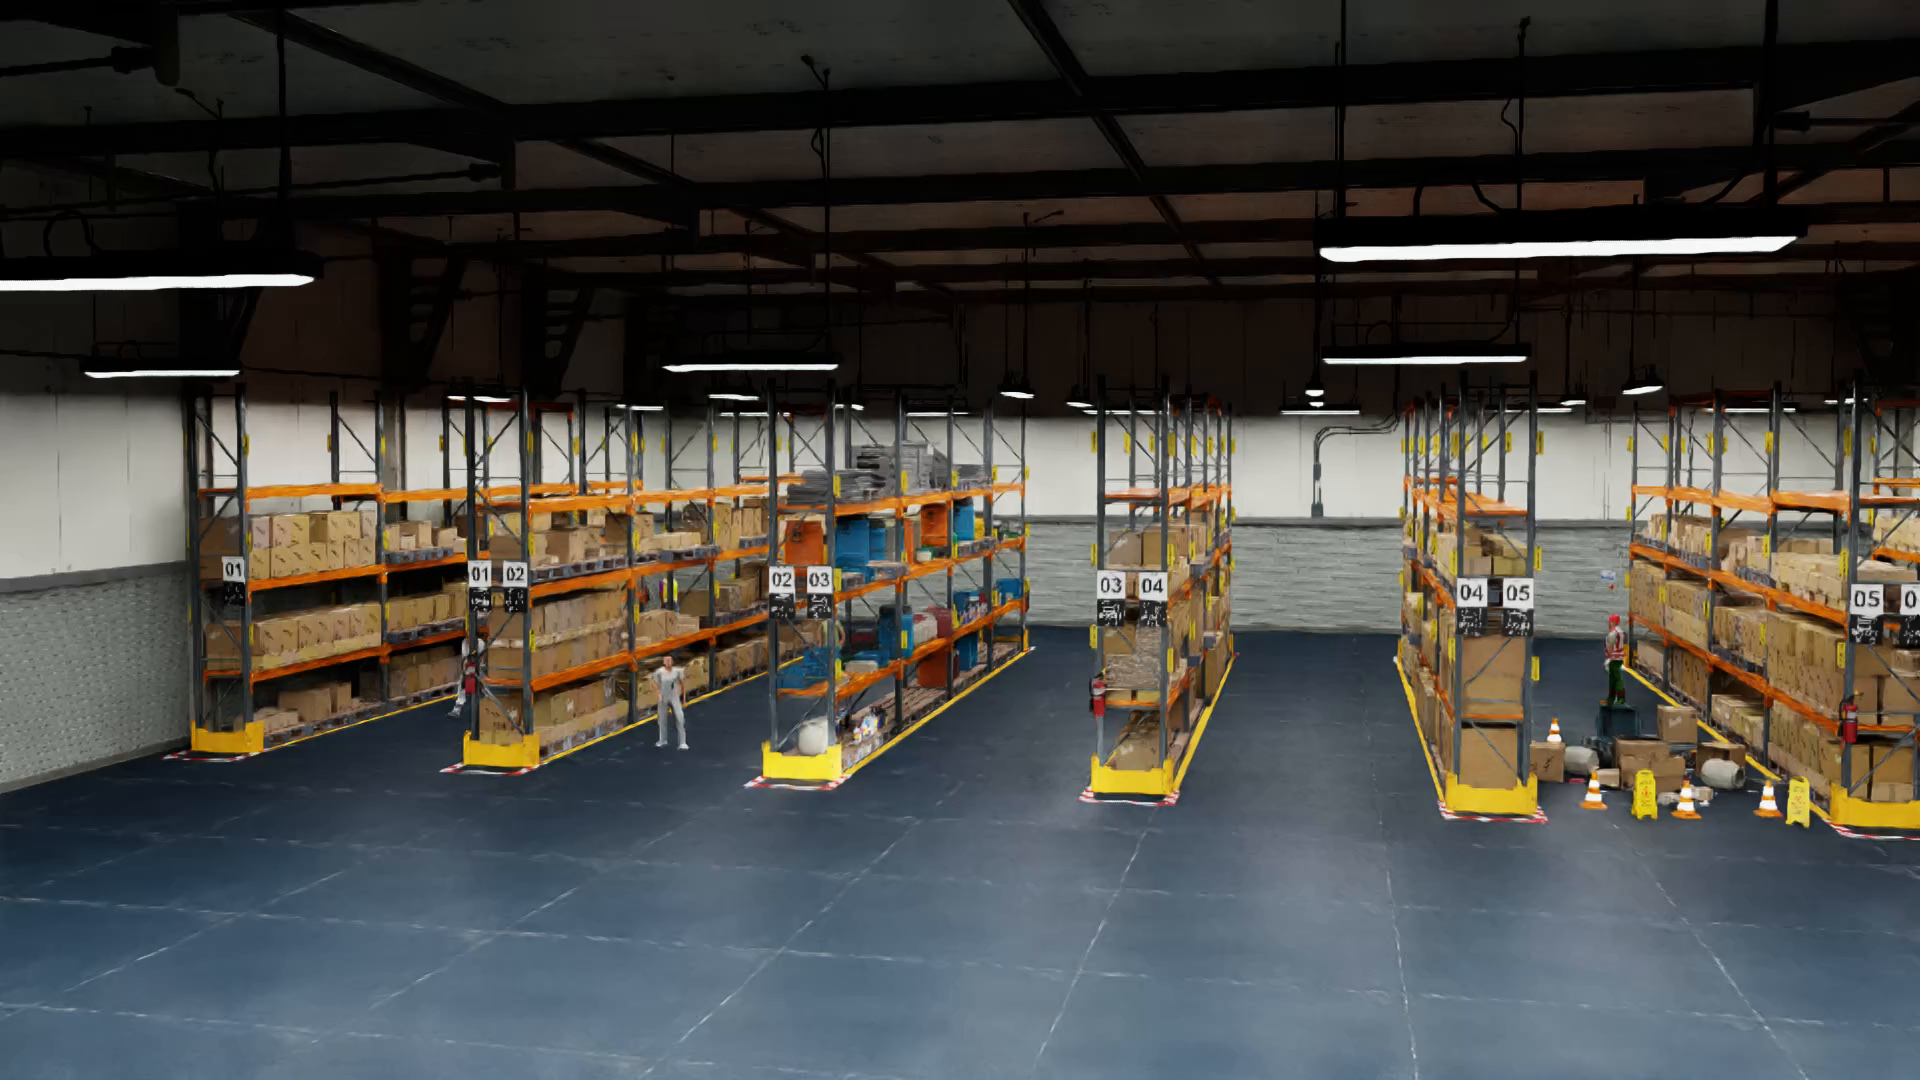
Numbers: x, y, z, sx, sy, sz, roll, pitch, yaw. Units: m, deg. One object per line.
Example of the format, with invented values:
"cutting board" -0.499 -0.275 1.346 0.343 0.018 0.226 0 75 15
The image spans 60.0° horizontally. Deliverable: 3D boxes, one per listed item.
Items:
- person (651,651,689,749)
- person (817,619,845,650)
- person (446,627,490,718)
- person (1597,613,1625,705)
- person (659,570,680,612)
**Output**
"person" -4.770 2.623 27.387 0.600 1.610 0.790 0 3 -8
"person" -2.670 2.229 34.486 0.598 1.619 0.507 1 3 10
"person" -8.963 2.381 30.526 0.533 1.728 1.036 1 3 21
"person" 12.419 2.288 31.658 0.581 1.782 0.664 2 4 35
"person" -7.578 1.613 43.679 0.732 1.758 0.535 -3 4 -42
